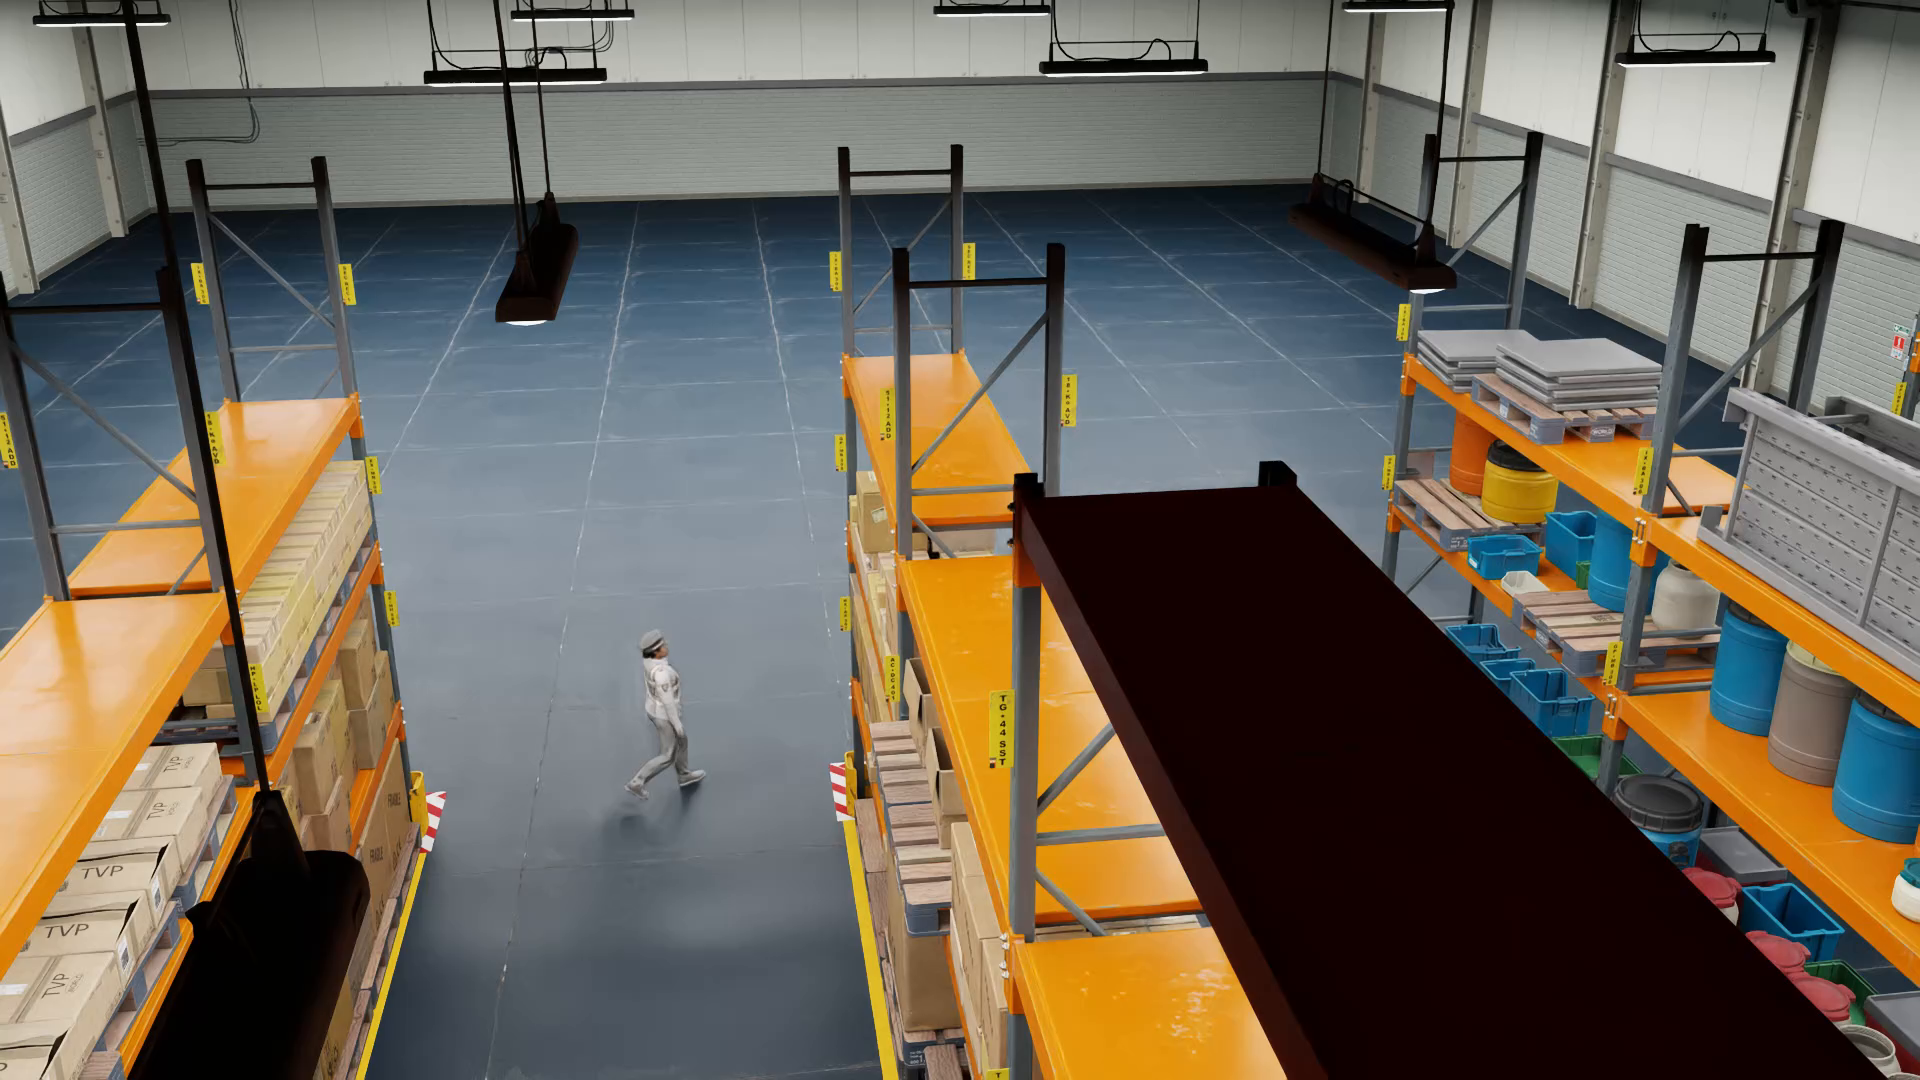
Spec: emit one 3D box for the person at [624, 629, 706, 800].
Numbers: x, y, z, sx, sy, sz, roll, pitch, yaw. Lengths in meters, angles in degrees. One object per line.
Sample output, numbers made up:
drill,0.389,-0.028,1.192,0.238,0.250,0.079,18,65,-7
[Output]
person,-2.773,1.598,15.318,0.887,1.653,0.484,-15,26,-33
